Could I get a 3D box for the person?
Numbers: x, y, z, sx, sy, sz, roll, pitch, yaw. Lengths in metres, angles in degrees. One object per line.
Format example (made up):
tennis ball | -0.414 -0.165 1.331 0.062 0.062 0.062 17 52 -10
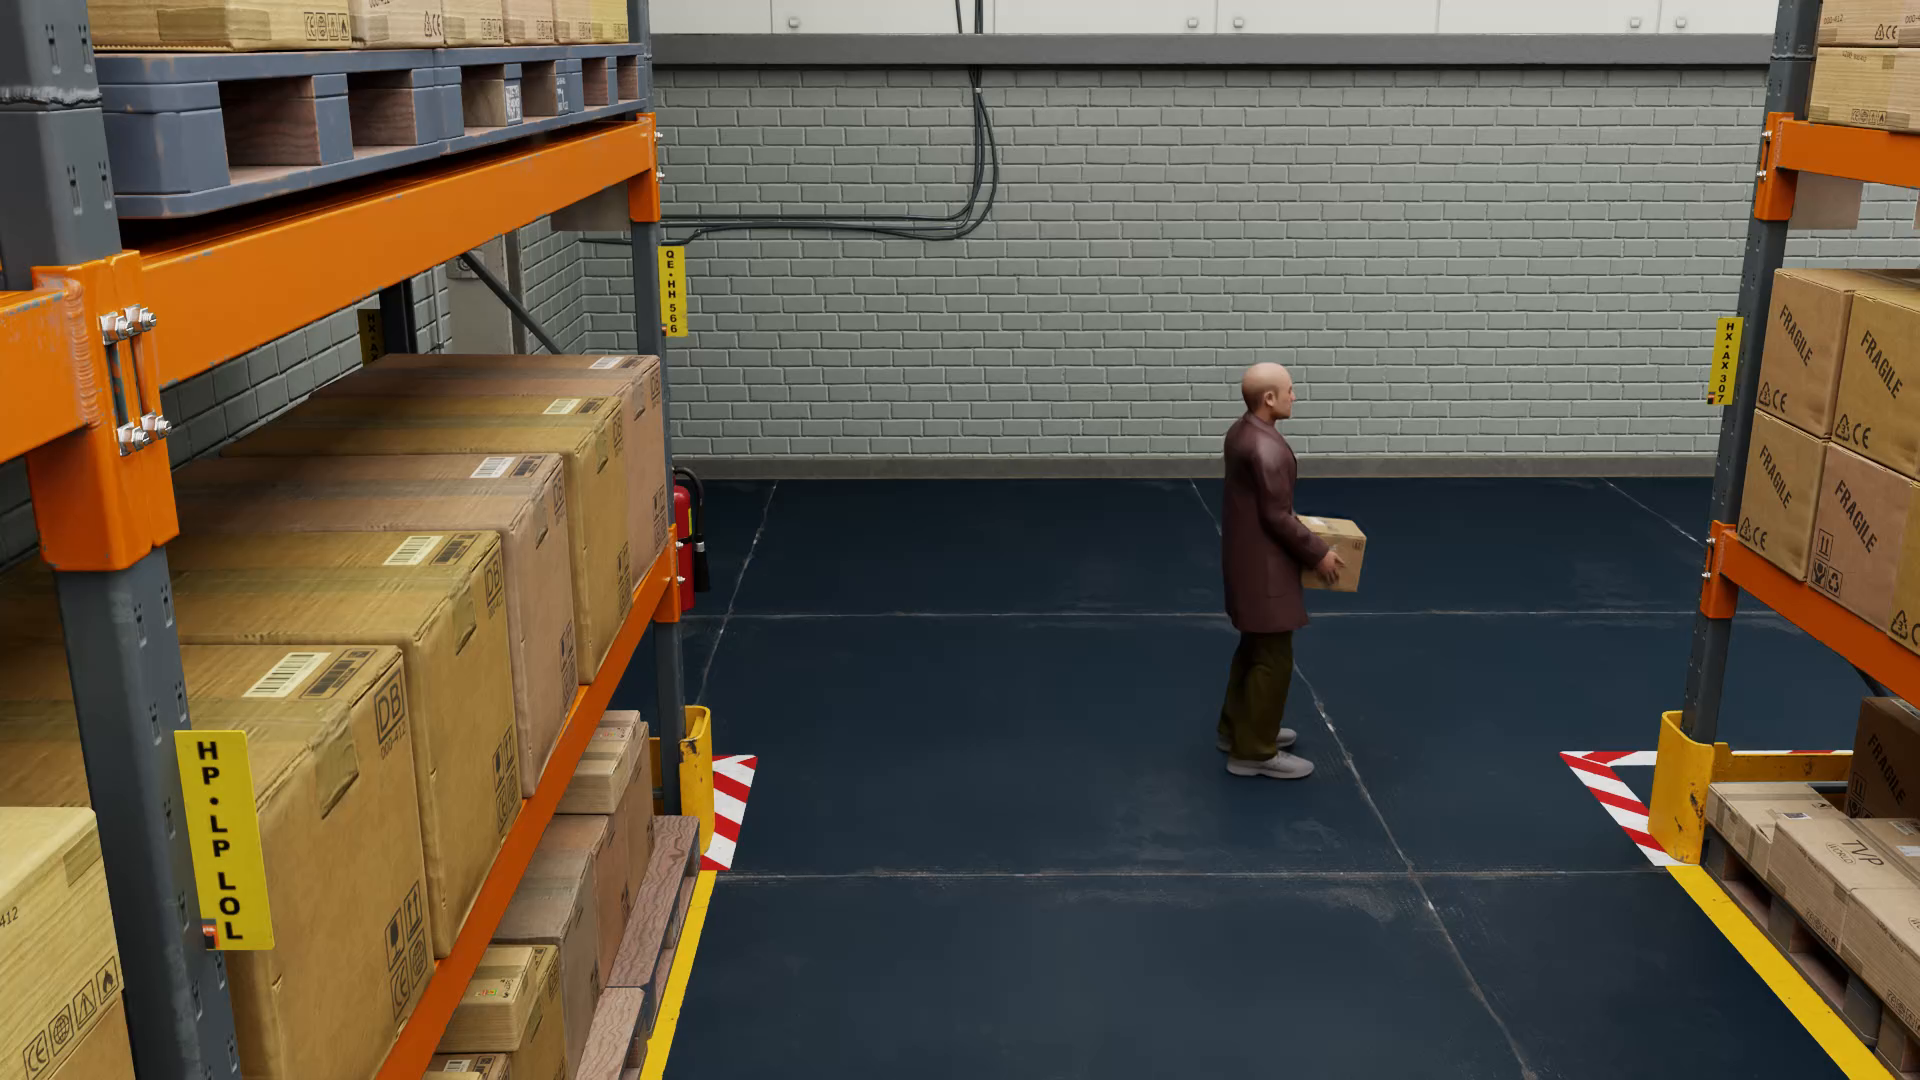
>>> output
person | 1.376 0.119 7.163 0.499 1.782 0.566 0 17 -1
